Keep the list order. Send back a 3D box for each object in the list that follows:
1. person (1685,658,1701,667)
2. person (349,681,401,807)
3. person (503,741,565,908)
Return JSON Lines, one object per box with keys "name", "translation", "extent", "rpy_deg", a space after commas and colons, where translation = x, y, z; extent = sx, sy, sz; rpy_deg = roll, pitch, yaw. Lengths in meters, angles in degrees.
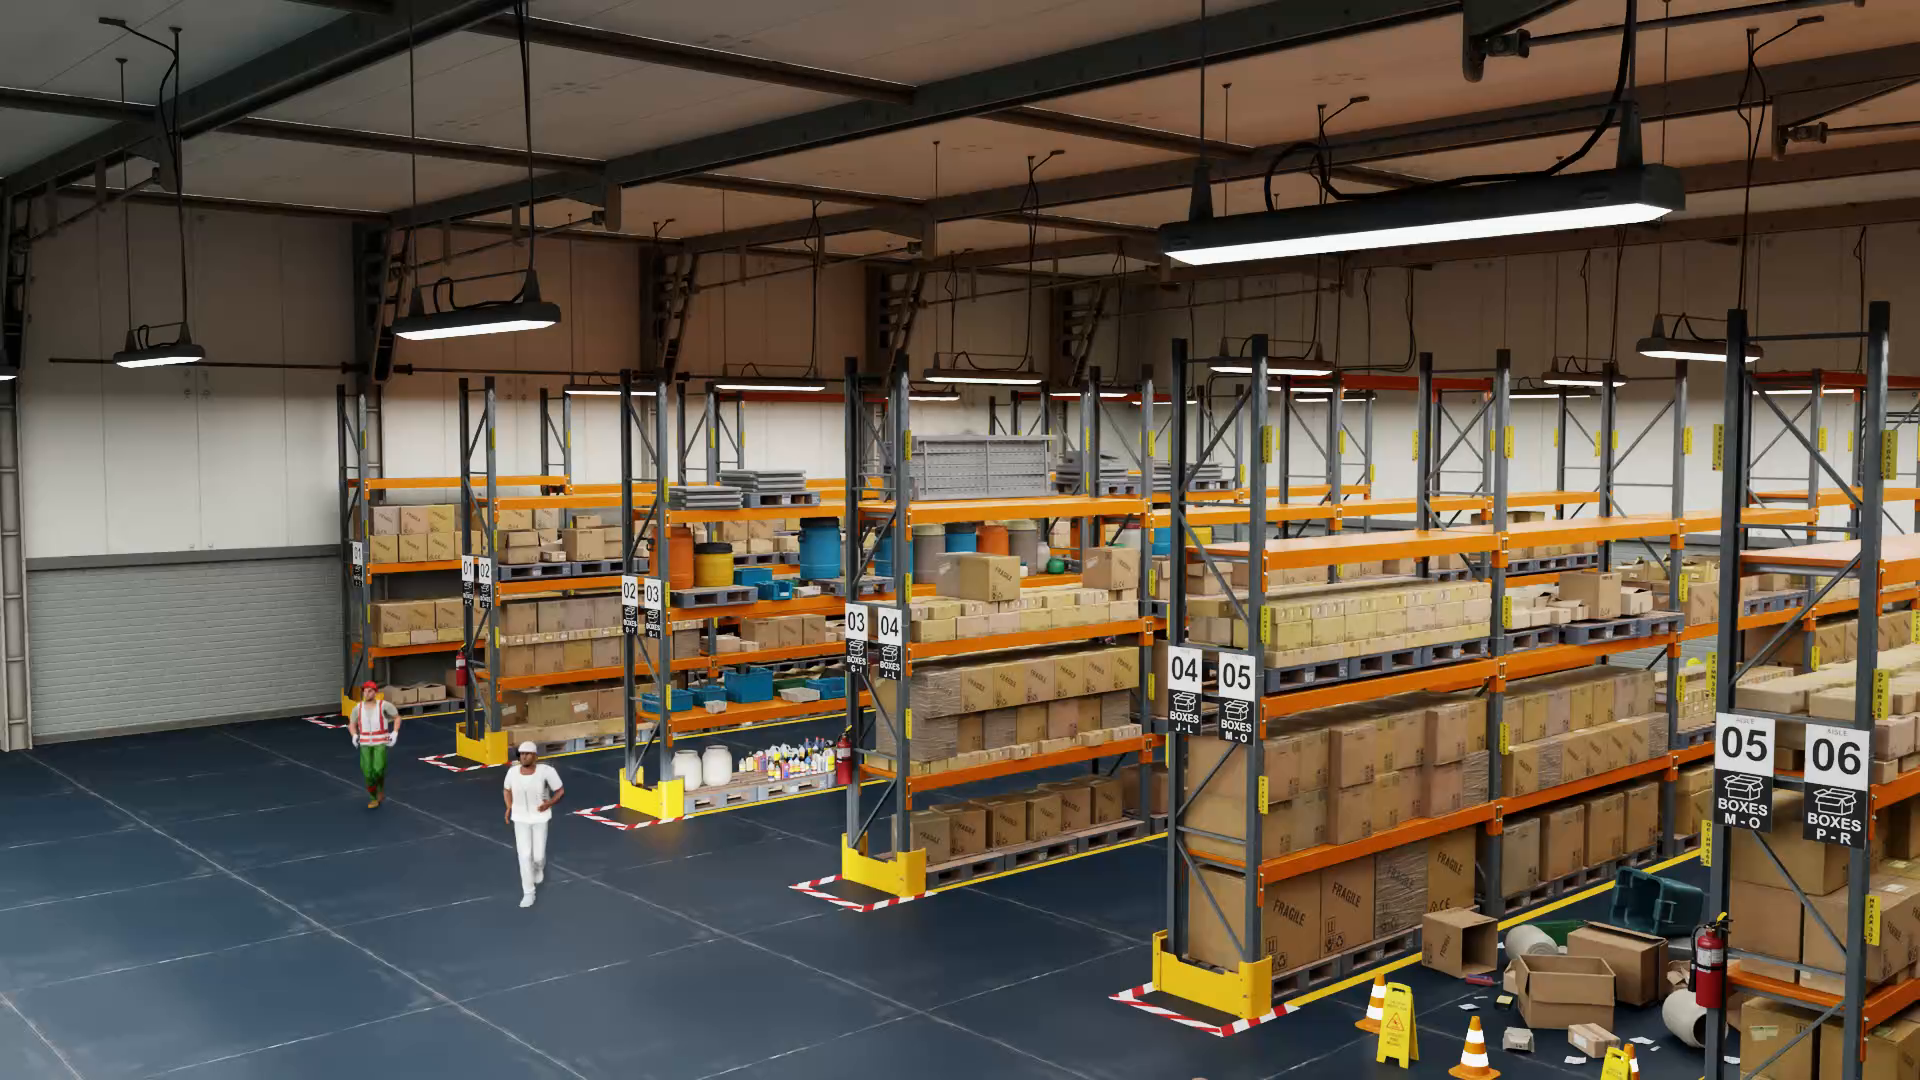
{"name": "person", "translation": [11.466, 2.654, 25.700], "extent": [0.939, 1.713, 0.704], "rpy_deg": [-4, 5, -44]}
{"name": "person", "translation": [-8.017, 2.802, 22.703], "extent": [0.669, 1.741, 0.512], "rpy_deg": [0, 4, -7]}
{"name": "person", "translation": [-4.715, 3.089, 18.357], "extent": [0.690, 1.765, 0.837], "rpy_deg": [0, 4, -4]}
